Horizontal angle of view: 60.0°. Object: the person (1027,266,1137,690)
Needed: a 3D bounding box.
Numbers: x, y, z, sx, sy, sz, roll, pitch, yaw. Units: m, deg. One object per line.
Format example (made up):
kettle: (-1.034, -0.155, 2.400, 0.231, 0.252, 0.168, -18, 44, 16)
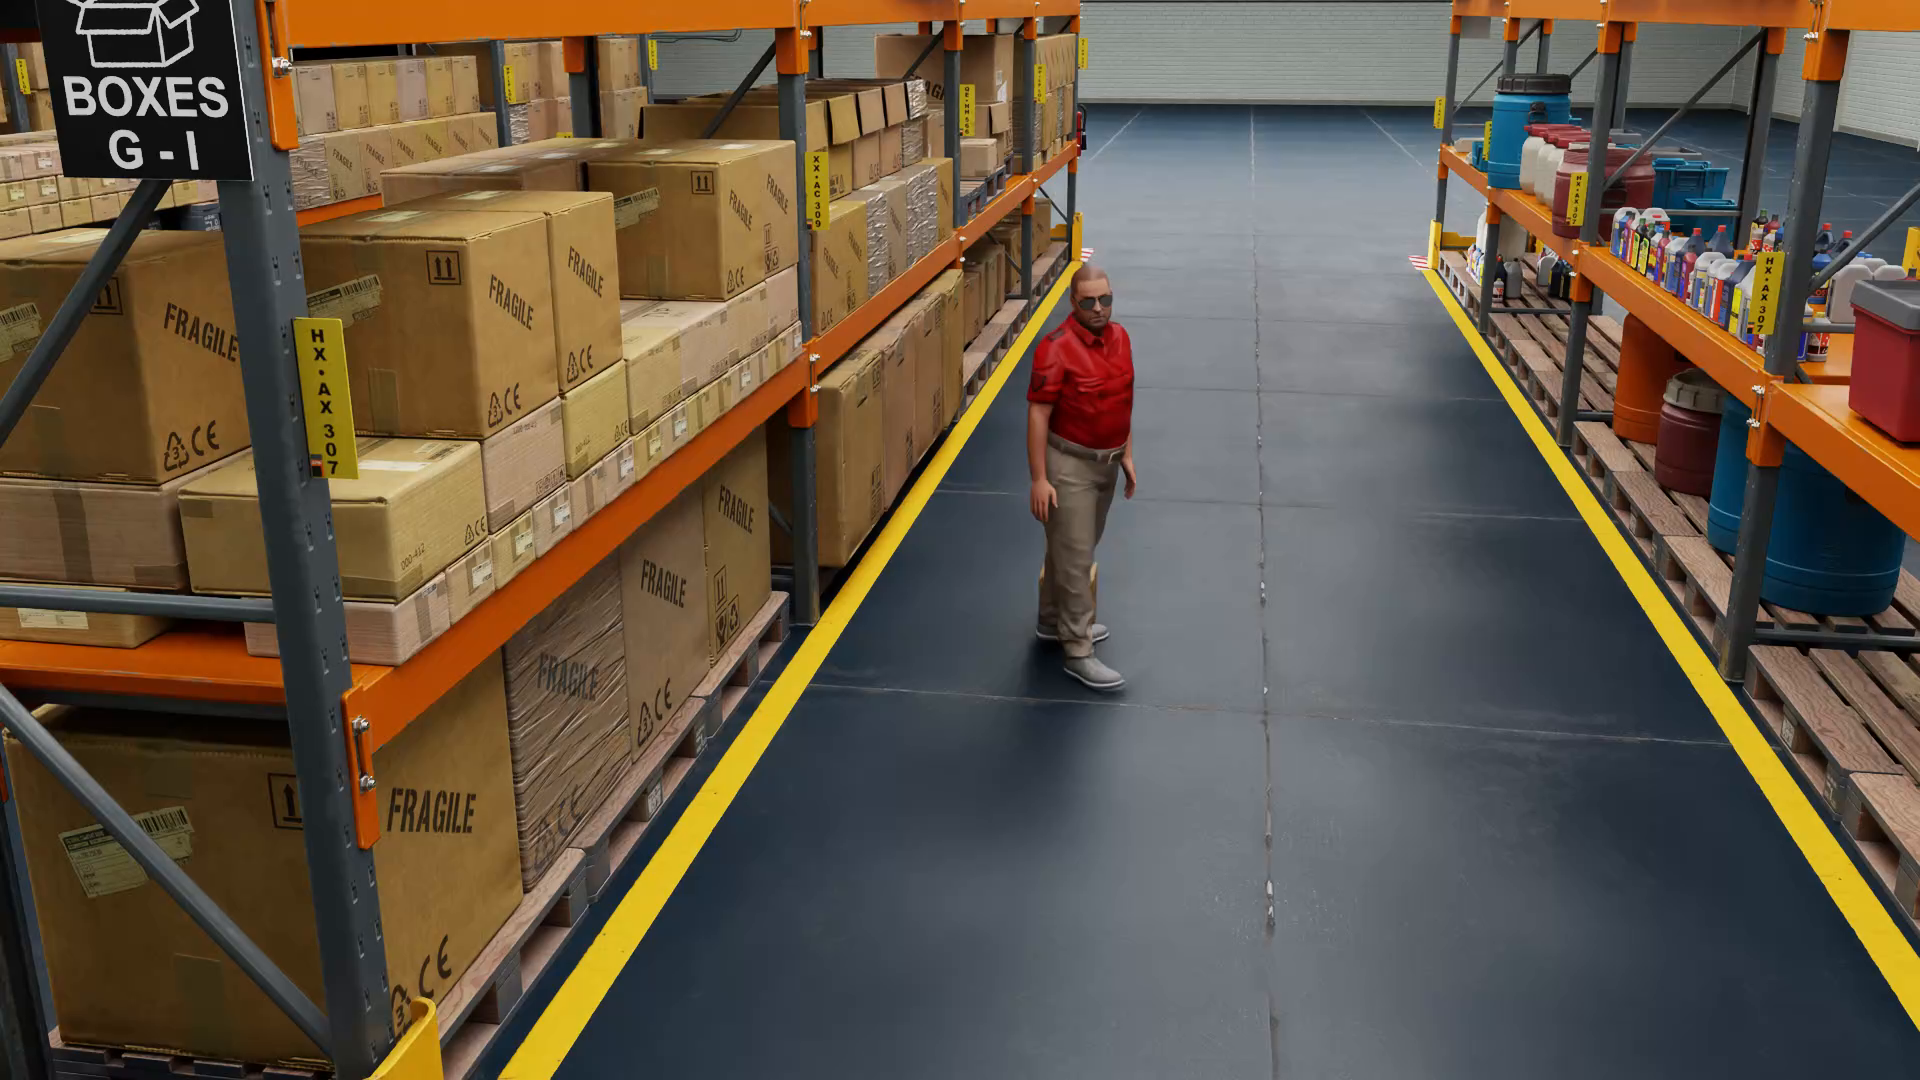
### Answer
person: (0.533, -0.288, 6.937, 0.627, 1.716, 0.601, 14, 22, 37)
